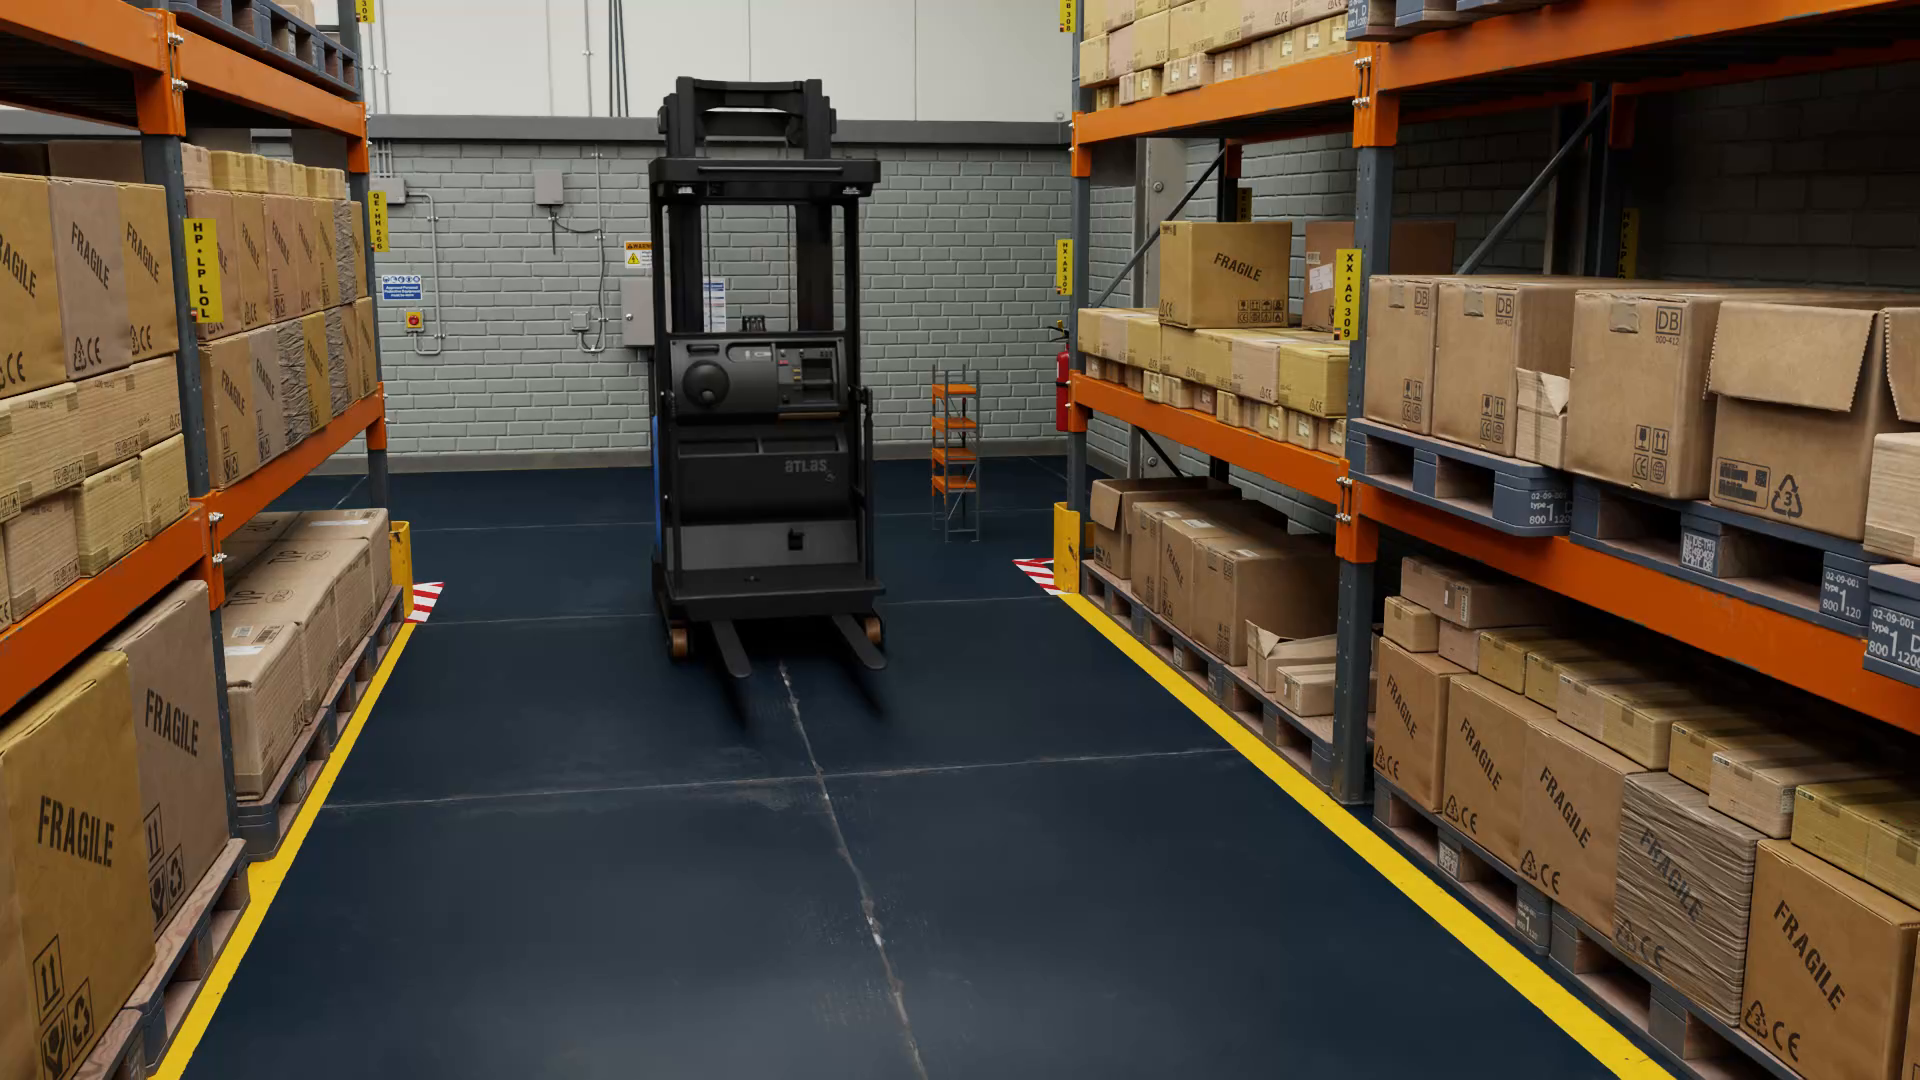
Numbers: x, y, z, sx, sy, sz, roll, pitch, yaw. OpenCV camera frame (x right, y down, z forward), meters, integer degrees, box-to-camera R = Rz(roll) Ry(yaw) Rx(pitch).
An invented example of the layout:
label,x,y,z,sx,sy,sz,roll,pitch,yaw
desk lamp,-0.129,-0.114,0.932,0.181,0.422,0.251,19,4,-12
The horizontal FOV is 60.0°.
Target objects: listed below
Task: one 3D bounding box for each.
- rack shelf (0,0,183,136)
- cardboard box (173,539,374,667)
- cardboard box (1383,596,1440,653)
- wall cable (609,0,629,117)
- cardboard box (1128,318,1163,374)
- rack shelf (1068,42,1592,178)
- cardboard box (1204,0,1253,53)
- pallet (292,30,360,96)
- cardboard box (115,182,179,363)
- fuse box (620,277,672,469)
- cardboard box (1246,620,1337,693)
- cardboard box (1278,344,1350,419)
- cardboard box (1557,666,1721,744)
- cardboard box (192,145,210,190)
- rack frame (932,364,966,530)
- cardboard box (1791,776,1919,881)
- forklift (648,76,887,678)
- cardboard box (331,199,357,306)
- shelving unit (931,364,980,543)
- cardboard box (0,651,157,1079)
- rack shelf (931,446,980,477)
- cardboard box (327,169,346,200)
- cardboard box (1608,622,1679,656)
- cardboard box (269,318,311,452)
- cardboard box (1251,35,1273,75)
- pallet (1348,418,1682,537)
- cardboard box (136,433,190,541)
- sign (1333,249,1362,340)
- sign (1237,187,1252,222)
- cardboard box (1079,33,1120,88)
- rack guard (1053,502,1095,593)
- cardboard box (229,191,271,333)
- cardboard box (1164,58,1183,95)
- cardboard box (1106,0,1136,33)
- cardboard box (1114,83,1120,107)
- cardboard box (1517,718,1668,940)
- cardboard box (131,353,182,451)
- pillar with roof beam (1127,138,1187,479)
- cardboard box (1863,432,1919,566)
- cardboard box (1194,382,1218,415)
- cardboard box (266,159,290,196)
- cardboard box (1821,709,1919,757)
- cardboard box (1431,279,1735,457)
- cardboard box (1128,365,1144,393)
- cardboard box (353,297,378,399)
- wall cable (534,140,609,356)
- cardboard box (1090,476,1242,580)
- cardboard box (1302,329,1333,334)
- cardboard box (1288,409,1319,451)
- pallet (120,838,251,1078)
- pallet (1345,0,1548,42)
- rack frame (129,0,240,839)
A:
label,x,y,z,sx,sy,sz,roll,pitch,yaw
rack shelf,-2.543,-1.055,3.118,1.077,0.370,4.000,-2,11,-11
cardboard box,-3.297,0.302,7.816,0.875,0.438,0.875,-2,11,-9
cardboard box,1.745,0.296,5.948,0.380,0.149,0.250,-2,11,-8
wall cable,-1.615,-5.155,14.613,2.988,3.039,0.133,-2,11,-11
cardboard box,1.182,-1.011,8.589,0.500,0.250,0.500,-2,11,-12
rack shelf,1.547,-1.970,7.925,1.077,0.370,4.000,-2,11,-11
cardboard box,1.397,-2.297,7.328,0.500,0.250,0.500,-2,11,-10
pallet,-3.556,-2.330,8.128,1.003,0.211,1.213,-2,11,-11
cardboard box,-2.599,-0.769,4.773,0.500,0.500,0.500,-2,11,-9
fuse box,-2.741,-1.485,14.923,0.539,1.711,0.414,-2,11,-11
cardboard box,1.470,0.497,7.252,0.396,0.266,0.258,-2,11,-9
cardboard box,1.598,-0.640,6.641,0.500,0.250,0.500,-2,11,-10
cardboard box,2.014,0.487,4.941,0.380,0.149,0.250,-2,11,-11
cardboard box,-2.805,-1.274,5.693,0.380,0.149,0.250,-2,11,-10
rack frame,-0.080,-0.665,11.979,0.240,1.200,0.015,-2,11,-11
cardboard box,2.222,0.678,3.940,0.380,0.149,0.250,-2,11,-12
forklift,-1.014,-0.906,8.618,1.130,2.935,3.031,-3,11,-13
cardboard box,-3.252,-1.401,8.093,0.500,0.500,0.500,-2,11,-11
shelving unit,-0.032,-0.620,11.744,0.258,1.200,0.503,-2,11,-11
cardboard box,-2.550,0.812,3.967,0.875,0.875,0.875,-2,11,-9
rack shelf,-0.032,-0.554,11.756,0.258,0.148,0.480,-2,11,-11
cardboard box,-3.238,-1.746,8.169,0.380,0.149,0.250,-2,11,-12
cardboard box,2.402,0.370,5.560,0.380,0.149,0.250,-2,11,-10
cardboard box,-2.951,-0.630,6.718,0.500,0.500,0.500,-2,11,-11
cardboard box,1.445,-2.028,6.978,0.380,0.149,0.250,-2,11,-11
pallet,1.984,-0.238,5.438,1.003,0.211,1.213,-2,11,-11
cardboard box,-2.598,-0.155,4.889,0.500,0.250,0.500,-2,11,-12
sign,1.405,-0.887,6.019,0.100,0.325,0.005,-2,11,-11
sign,1.706,-1.957,10.014,0.100,0.325,0.005,-2,11,-11
cardboard box,0.976,-2.671,9.291,0.500,0.250,0.500,-2,11,-12
rack guard,1.173,0.025,10.226,1.175,0.500,0.348,-2,11,-11
cardboard box,-2.879,-1.031,6.149,0.500,0.500,0.500,-2,11,-12
cardboard box,1.195,-2.215,7.961,0.380,0.149,0.250,-2,11,-11
cardboard box,1.078,-2.824,8.755,0.500,0.250,0.500,-2,11,-11
cardboard box,1.069,-2.452,9.209,0.380,0.149,0.250,-2,11,-10
cardboard box,2.015,0.825,4.903,0.500,0.500,0.500,-2,11,-13
cardboard box,-2.608,-0.401,4.848,0.500,0.250,0.500,-2,11,-11
pillar with roof beam,-2.705,-4.534,11.452,9.100,9.000,0.400,-2,11,-11
cardboard box,2.191,-0.064,3.286,0.500,0.250,0.500,-3,11,-14
cardboard box,1.344,-0.692,7.983,0.380,0.149,0.250,-2,11,-11
cardboard box,-3.017,-1.508,6.920,0.380,0.149,0.250,-2,11,-11
cardboard box,2.603,0.561,4.556,0.380,0.149,0.250,-3,11,-13
cardboard box,1.911,-0.546,5.154,0.700,0.500,0.500,-2,11,-10
cardboard box,1.122,-0.882,8.981,0.380,0.149,0.250,-2,11,-9
cardboard box,-3.357,-1.005,8.690,0.500,0.500,0.500,-2,11,-11
wall cable,-3.441,-2.621,14.729,0.588,1.984,0.122,-2,11,-11
cardboard box,1.184,-0.081,9.652,0.797,0.503,0.637,-3,11,-13
cardboard box,1.902,-0.842,7.705,0.500,0.250,0.500,-2,11,-10
cardboard box,1.554,-0.456,6.740,0.380,0.149,0.250,-2,11,-9
pallet,-2.708,1.207,4.790,1.003,0.211,1.213,-2,11,-11
pallet,1.994,-1.742,5.306,1.213,0.211,1.003,-2,11,-11
rack frame,-2.932,-0.302,5.259,1.000,3.000,0.127,-2,11,-11
